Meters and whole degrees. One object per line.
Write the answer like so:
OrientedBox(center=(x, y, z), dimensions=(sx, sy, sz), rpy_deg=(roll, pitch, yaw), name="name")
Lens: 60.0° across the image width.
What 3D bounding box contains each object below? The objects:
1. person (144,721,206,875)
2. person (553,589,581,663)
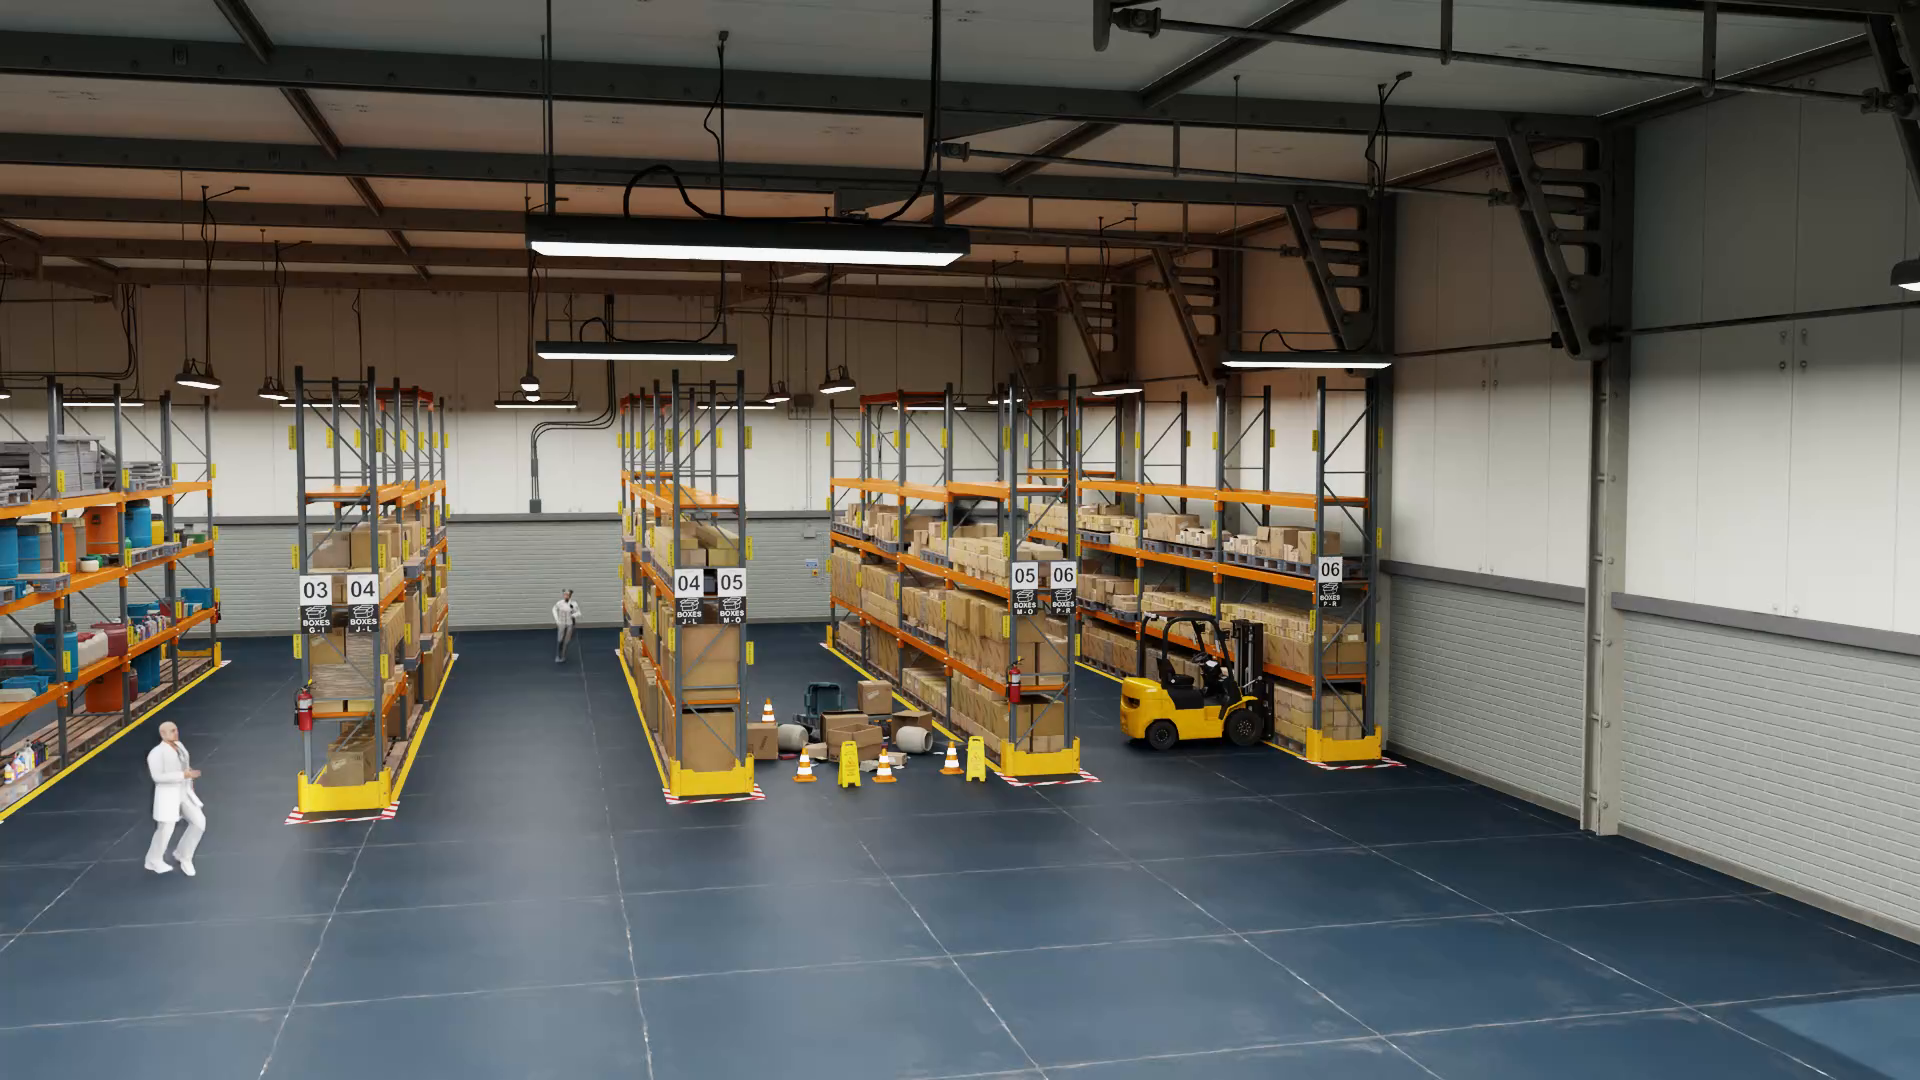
OrientedBox(center=(-9.023, 2.981, 19.097), dimensions=(0.786, 1.811, 0.674), rpy_deg=(1, 4, 18), name="person")
OrientedBox(center=(-8.864, 1.935, 37.488), dimensions=(0.623, 1.699, 0.610), rpy_deg=(-1, 3, -11), name="person")
